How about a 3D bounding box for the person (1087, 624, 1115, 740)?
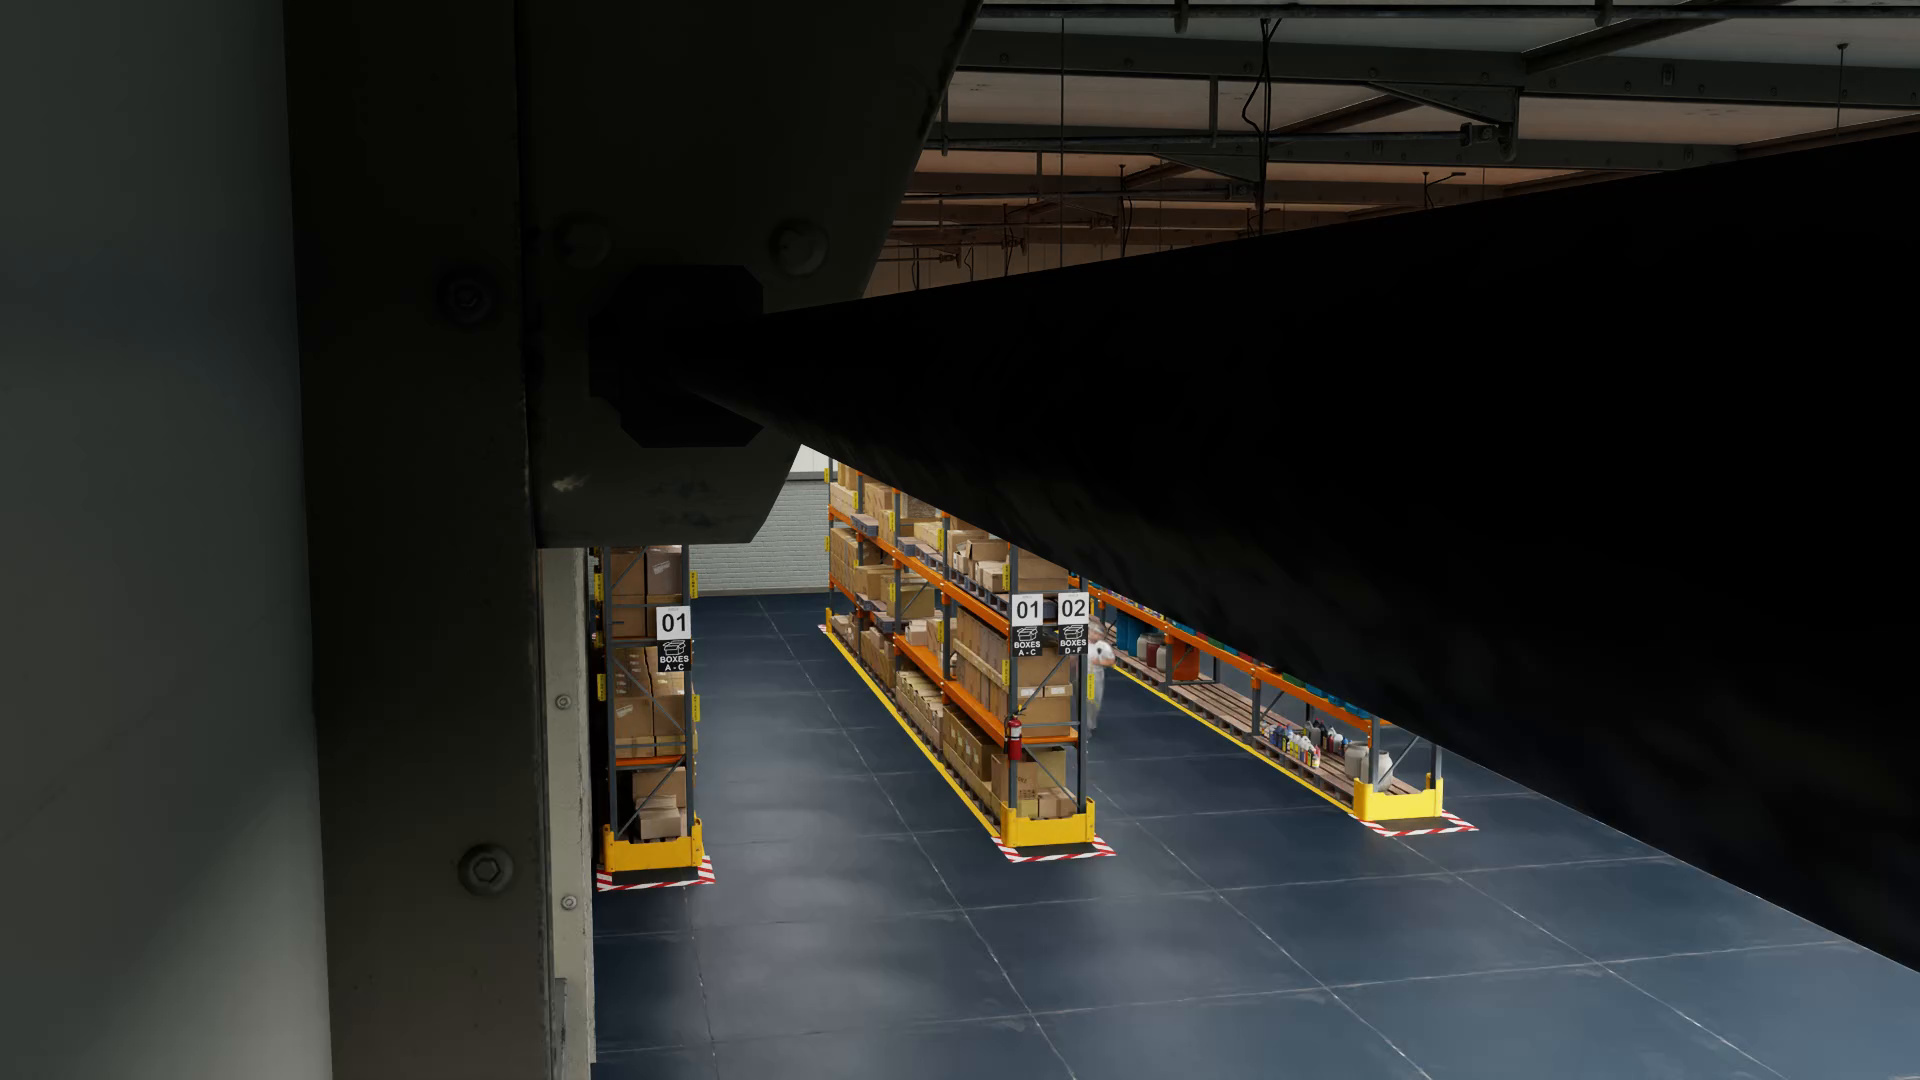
[{"bbox_3d":[2.201,2.272,26.939,0.561,1.828,0.800,-1,7,-8],"label":"person"}]
